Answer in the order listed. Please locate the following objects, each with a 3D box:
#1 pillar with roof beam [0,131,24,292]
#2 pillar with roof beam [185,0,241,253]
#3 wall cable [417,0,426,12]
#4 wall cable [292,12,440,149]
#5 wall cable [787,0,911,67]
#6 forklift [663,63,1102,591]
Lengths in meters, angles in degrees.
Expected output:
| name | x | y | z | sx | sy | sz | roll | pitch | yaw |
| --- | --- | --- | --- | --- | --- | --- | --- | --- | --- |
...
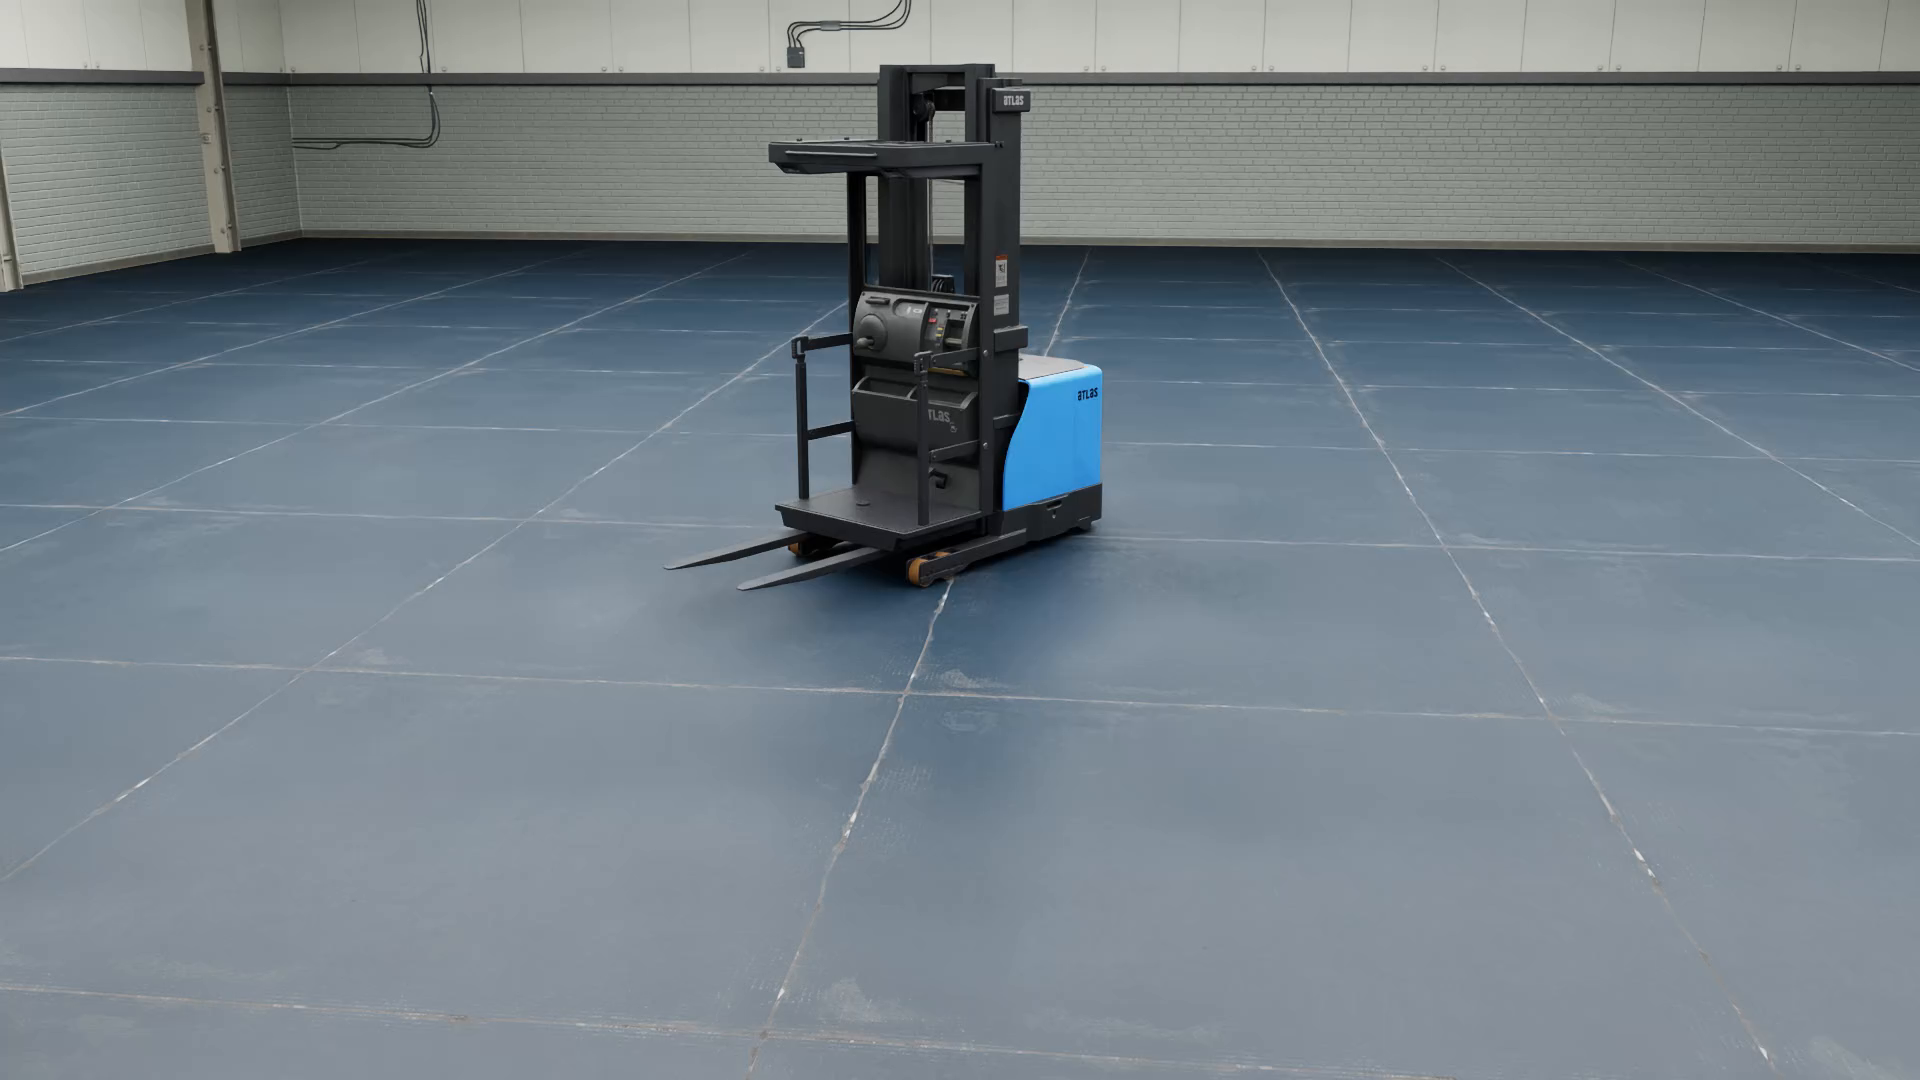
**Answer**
| name | x | y | z | sx | sy | sz | roll | pitch | yaw |
| --- | --- | --- | --- | --- | --- | --- | --- | --- | --- |
| pillar with roof beam | -9.508 | -7.825 | 22.359 | 9.100 | 9.000 | 0.400 | 2 | 15 | 6 |
| pillar with roof beam | -8.831 | -9.381 | 28.114 | 9.100 | 9.000 | 0.400 | 2 | 15 | 6 |
| wall cable | -8.774 | -11.092 | 30.716 | 3.097 | 2.526 | 0.112 | 2 | 15 | 6 |
| wall cable | -11.462 | -8.734 | 31.670 | 3.097 | 2.526 | 0.112 | 2 | 15 | 6 |
| wall cable | -2.031 | -11.591 | 29.772 | 2.305 | 6.003 | 0.169 | 2 | 15 | 6 |
| forklift | -0.412 | -1.290 | 9.819 | 1.130 | 2.935 | 3.031 | 13 | 20 | 39 |
